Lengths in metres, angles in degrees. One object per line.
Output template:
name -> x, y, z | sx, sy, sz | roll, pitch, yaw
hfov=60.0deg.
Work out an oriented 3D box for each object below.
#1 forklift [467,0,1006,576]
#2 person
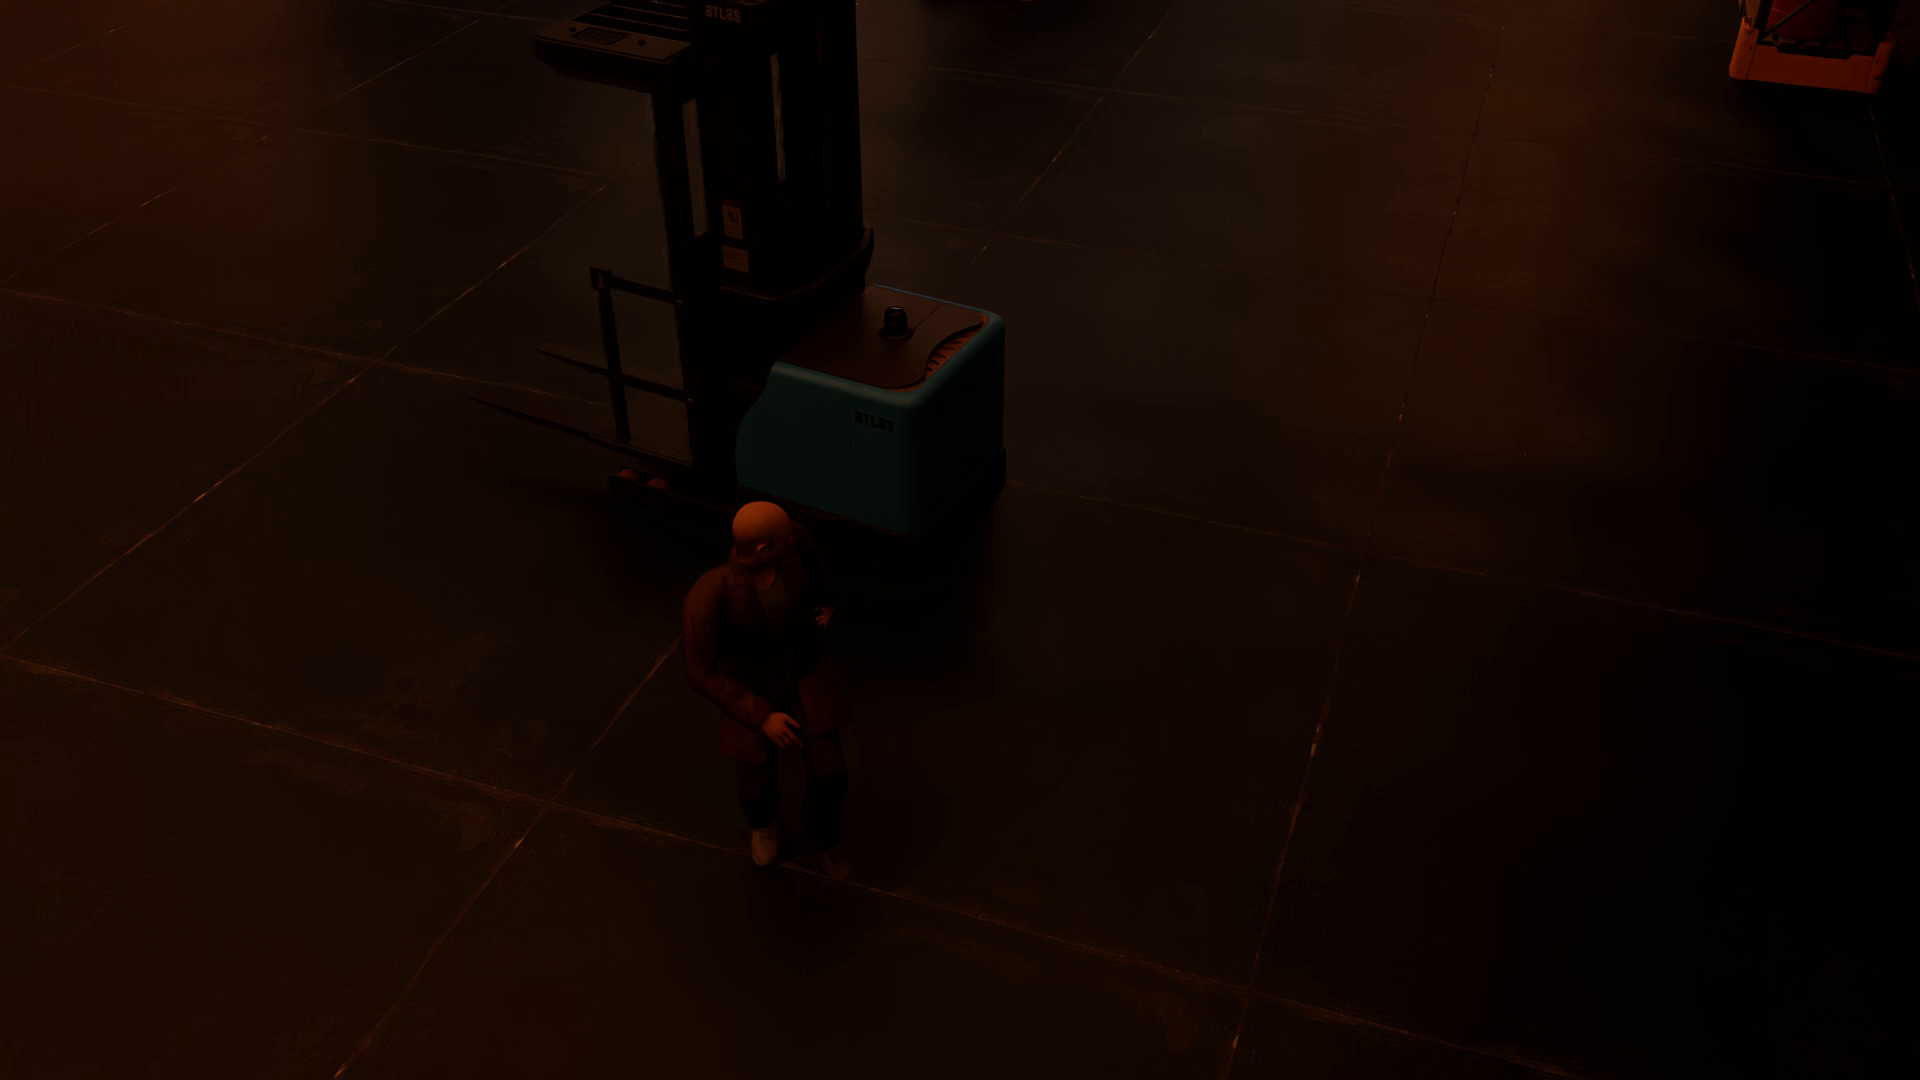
forklift -> -1.305, -1.609, 8.381 | 3.031, 2.935, 1.130 | 17, 39, 22
person -> -0.705, 0.577, 6.403 | 0.728, 1.764, 0.799 | -13, 37, -18
